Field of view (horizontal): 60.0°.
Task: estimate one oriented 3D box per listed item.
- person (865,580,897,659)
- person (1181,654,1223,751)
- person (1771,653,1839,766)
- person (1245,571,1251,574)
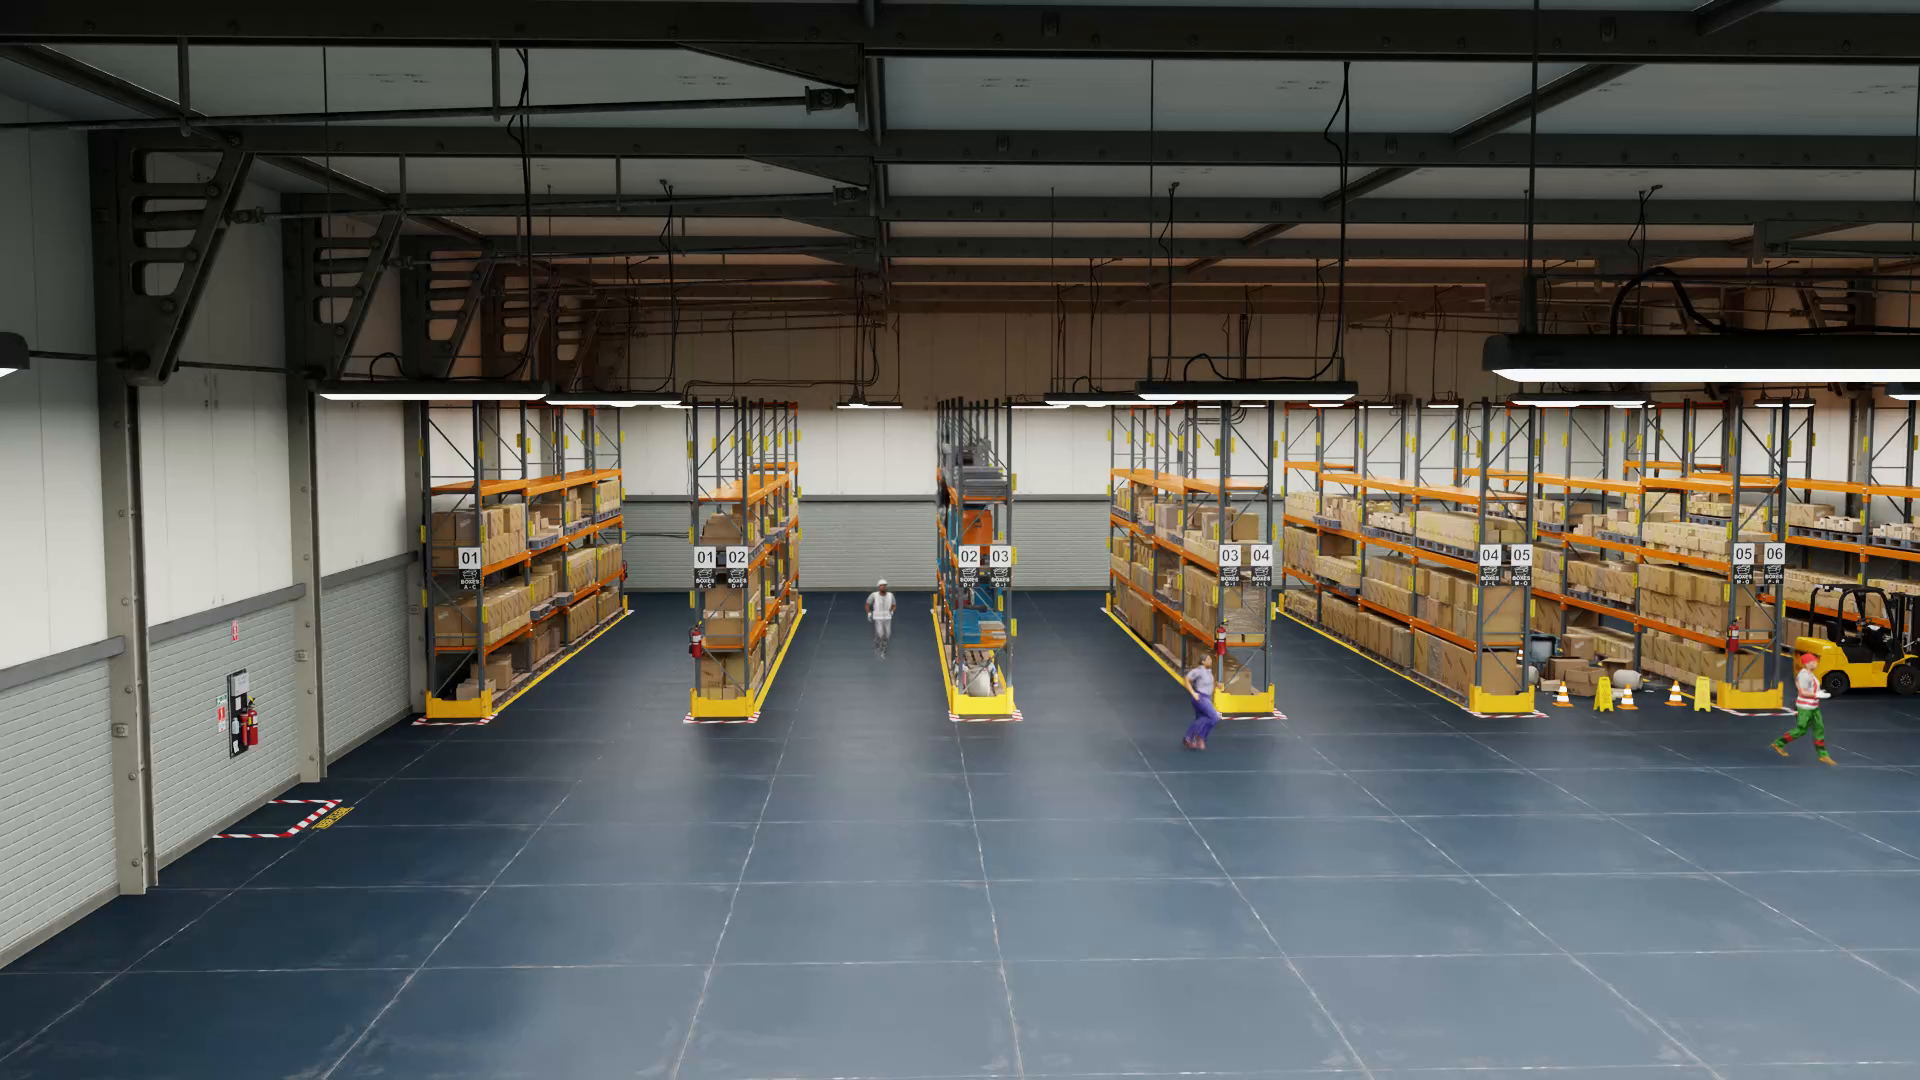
[{"bbox_3d":[-1.687,1.747,36.392,0.677,1.752,0.577,-1,5,-18],"label":"person"},{"bbox_3d":[4.105,2.737,28.183,0.691,1.628,0.593,2,5,23],"label":"person"},{"bbox_3d":[13.732,2.729,26.977,0.987,1.799,0.653,4,6,39],"label":"person"},{"bbox_3d":[8.048,1.354,45.086,0.670,1.834,0.891,0,4,3],"label":"person"}]
